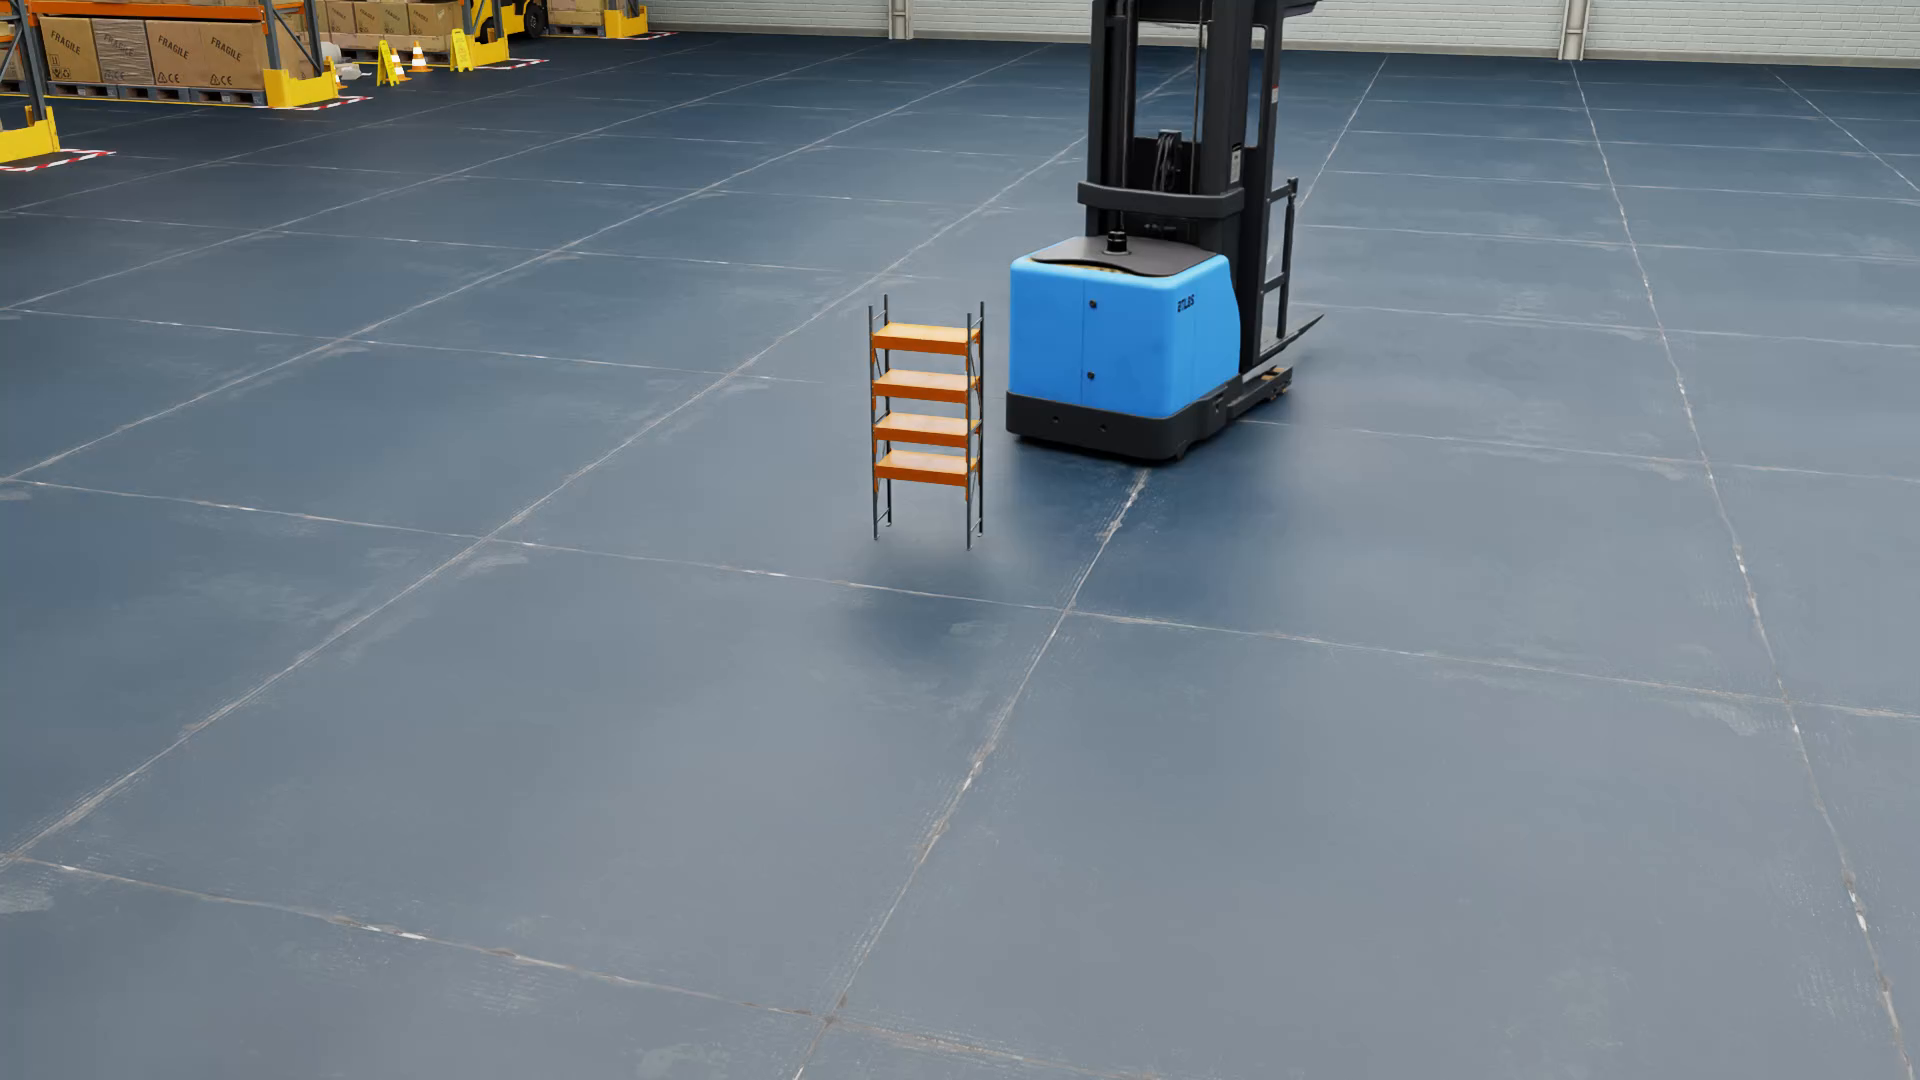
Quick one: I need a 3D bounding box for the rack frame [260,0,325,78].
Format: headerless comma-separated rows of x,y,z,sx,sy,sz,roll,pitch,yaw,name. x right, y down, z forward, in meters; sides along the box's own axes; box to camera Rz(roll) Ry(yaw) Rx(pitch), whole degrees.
-9.212,-7.528,22.733,0.127,3.000,1.000,7,23,16,rack frame

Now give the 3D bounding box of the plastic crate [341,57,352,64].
-10.442,-7.955,27.622,0.583,0.080,0.402,-1,22,-3,plastic crate

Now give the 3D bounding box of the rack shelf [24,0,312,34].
-11.127,-7.414,23.404,4.000,0.370,1.077,7,23,16,rack shelf

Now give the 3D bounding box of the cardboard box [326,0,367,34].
-10.210,-8.771,27.844,0.500,0.500,0.500,8,24,18,cardboard box

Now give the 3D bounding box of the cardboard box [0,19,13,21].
-14.584,-7.262,24.497,0.750,0.750,1.050,7,23,15,cardboard box

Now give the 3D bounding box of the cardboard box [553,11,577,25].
-7.463,-10.058,31.971,0.500,0.250,0.500,7,23,15,cardboard box

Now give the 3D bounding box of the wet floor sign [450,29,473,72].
-8.006,-7.839,26.593,0.232,0.644,0.267,16,27,34,wet floor sign

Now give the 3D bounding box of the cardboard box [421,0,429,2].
-9.096,-8.854,28.047,0.500,0.500,0.500,6,23,14,cardboard box

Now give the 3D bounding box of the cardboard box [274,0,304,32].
-11.221,-8.882,28.116,0.500,0.500,0.500,8,24,18,cardboard box

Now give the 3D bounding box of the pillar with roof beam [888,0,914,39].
-2.354,-12.099,25.971,0.400,9.000,9.100,7,23,16,pillar with roof beam

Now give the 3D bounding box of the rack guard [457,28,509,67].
-7.951,-8.189,27.639,0.348,0.500,1.175,7,23,16,rack guard

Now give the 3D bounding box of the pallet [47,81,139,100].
-12.336,-6.565,24.059,1.213,0.211,1.003,7,23,15,pallet

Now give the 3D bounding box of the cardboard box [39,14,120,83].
-12.459,-7.083,23.895,0.875,0.875,0.875,7,23,16,cardboard box

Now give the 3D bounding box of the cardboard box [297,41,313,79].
-10.292,-7.455,25.845,0.637,0.503,0.797,-9,24,-21,cardboard box

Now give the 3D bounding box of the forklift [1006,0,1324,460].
1.466,-2.312,10.107,1.130,2.935,3.031,13,26,29,forklift

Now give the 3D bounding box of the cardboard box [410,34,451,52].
-8.753,-8.253,27.571,0.500,0.250,0.500,6,23,15,cardboard box

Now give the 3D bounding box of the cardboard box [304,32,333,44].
-10.707,-8.481,28.126,0.500,0.250,0.500,8,24,19,cardboard box

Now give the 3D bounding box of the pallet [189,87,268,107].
-10.000,-6.297,23.407,1.213,0.211,1.003,7,23,15,pallet

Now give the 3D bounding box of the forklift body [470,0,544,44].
-8.791,-10.294,30.594,1.214,2.155,2.313,7,23,16,forklift body

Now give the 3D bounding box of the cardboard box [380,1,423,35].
-9.222,-8.656,27.564,0.500,0.500,0.500,7,23,17,cardboard box

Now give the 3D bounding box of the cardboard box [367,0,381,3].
-9.583,-8.974,27.485,0.250,0.149,0.380,8,23,18,cardboard box

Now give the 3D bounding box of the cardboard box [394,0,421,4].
-9.092,-8.916,27.343,0.250,0.149,0.380,7,23,17,cardboard box

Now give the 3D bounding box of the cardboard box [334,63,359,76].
-9.716,-7.428,26.246,0.380,0.149,0.250,-20,29,-39,cardboard box

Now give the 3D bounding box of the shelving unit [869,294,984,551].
-0.158,-0.573,8.150,0.503,1.200,0.258,7,23,16,shelving unit

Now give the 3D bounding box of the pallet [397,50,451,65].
-8.719,-8.158,27.942,1.213,0.211,1.003,7,23,16,pallet

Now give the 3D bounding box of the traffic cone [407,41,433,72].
-8.663,-7.742,26.598,0.334,0.463,0.336,7,23,16,traffic cone

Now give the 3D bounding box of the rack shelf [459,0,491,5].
-9.793,-9.224,27.815,4.000,0.370,1.077,7,23,16,rack shelf

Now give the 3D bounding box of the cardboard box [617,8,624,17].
-6.862,-10.188,32.289,0.500,0.250,0.500,7,23,16,cardboard box

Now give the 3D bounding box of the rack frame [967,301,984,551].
0.075,-0.547,8.084,0.015,1.200,0.240,7,23,16,rack frame

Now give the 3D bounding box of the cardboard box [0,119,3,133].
-11.334,-4.849,18.943,0.500,0.500,0.500,11,25,25,cardboard box

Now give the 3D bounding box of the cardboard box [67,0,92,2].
-12.152,-7.948,23.559,0.550,0.550,0.875,7,23,16,cardboard box

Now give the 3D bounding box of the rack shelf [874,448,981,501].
-0.158,-0.327,8.251,0.480,0.148,0.258,7,23,16,rack shelf

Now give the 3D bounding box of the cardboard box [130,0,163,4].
-11.132,-7.824,23.257,0.500,0.550,0.875,7,23,16,cardboard box

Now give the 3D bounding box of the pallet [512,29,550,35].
-8.357,-10.054,32.566,1.213,0.211,1.003,7,23,15,pallet

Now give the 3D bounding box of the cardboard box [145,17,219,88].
-10.723,-6.885,23.413,0.875,0.875,0.875,6,23,15,cardboard box

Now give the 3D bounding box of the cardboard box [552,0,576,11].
-7.482,-10.294,31.886,0.500,0.250,0.500,6,23,15,cardboard box

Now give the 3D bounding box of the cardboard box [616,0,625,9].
-6.839,-10.422,32.199,0.500,0.250,0.500,7,23,16,cardboard box

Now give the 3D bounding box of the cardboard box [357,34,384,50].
-9.727,-8.366,27.845,0.500,0.250,0.500,6,23,14,cardboard box

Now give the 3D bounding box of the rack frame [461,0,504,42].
-7.879,-9.338,27.144,0.127,3.000,1.000,7,23,16,rack frame

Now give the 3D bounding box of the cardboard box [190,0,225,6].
-10.113,-7.674,22.891,0.550,0.550,0.875,7,23,16,cardboard box

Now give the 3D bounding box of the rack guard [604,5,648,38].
-6.426,-9.982,32.010,0.348,0.500,1.175,7,23,16,rack guard

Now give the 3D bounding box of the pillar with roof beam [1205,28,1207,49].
3.390,-11.441,24.368,0.400,9.000,9.100,7,23,16,pillar with roof beam

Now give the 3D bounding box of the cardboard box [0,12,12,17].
-17.028,-9.631,30.106,0.875,0.875,0.875,7,23,16,cardboard box

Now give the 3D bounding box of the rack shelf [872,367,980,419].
-0.158,-0.718,8.090,0.480,0.148,0.258,7,23,16,rack shelf

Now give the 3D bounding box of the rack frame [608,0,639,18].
-6.449,-11.141,31.542,0.127,3.000,1.000,7,23,16,rack frame
